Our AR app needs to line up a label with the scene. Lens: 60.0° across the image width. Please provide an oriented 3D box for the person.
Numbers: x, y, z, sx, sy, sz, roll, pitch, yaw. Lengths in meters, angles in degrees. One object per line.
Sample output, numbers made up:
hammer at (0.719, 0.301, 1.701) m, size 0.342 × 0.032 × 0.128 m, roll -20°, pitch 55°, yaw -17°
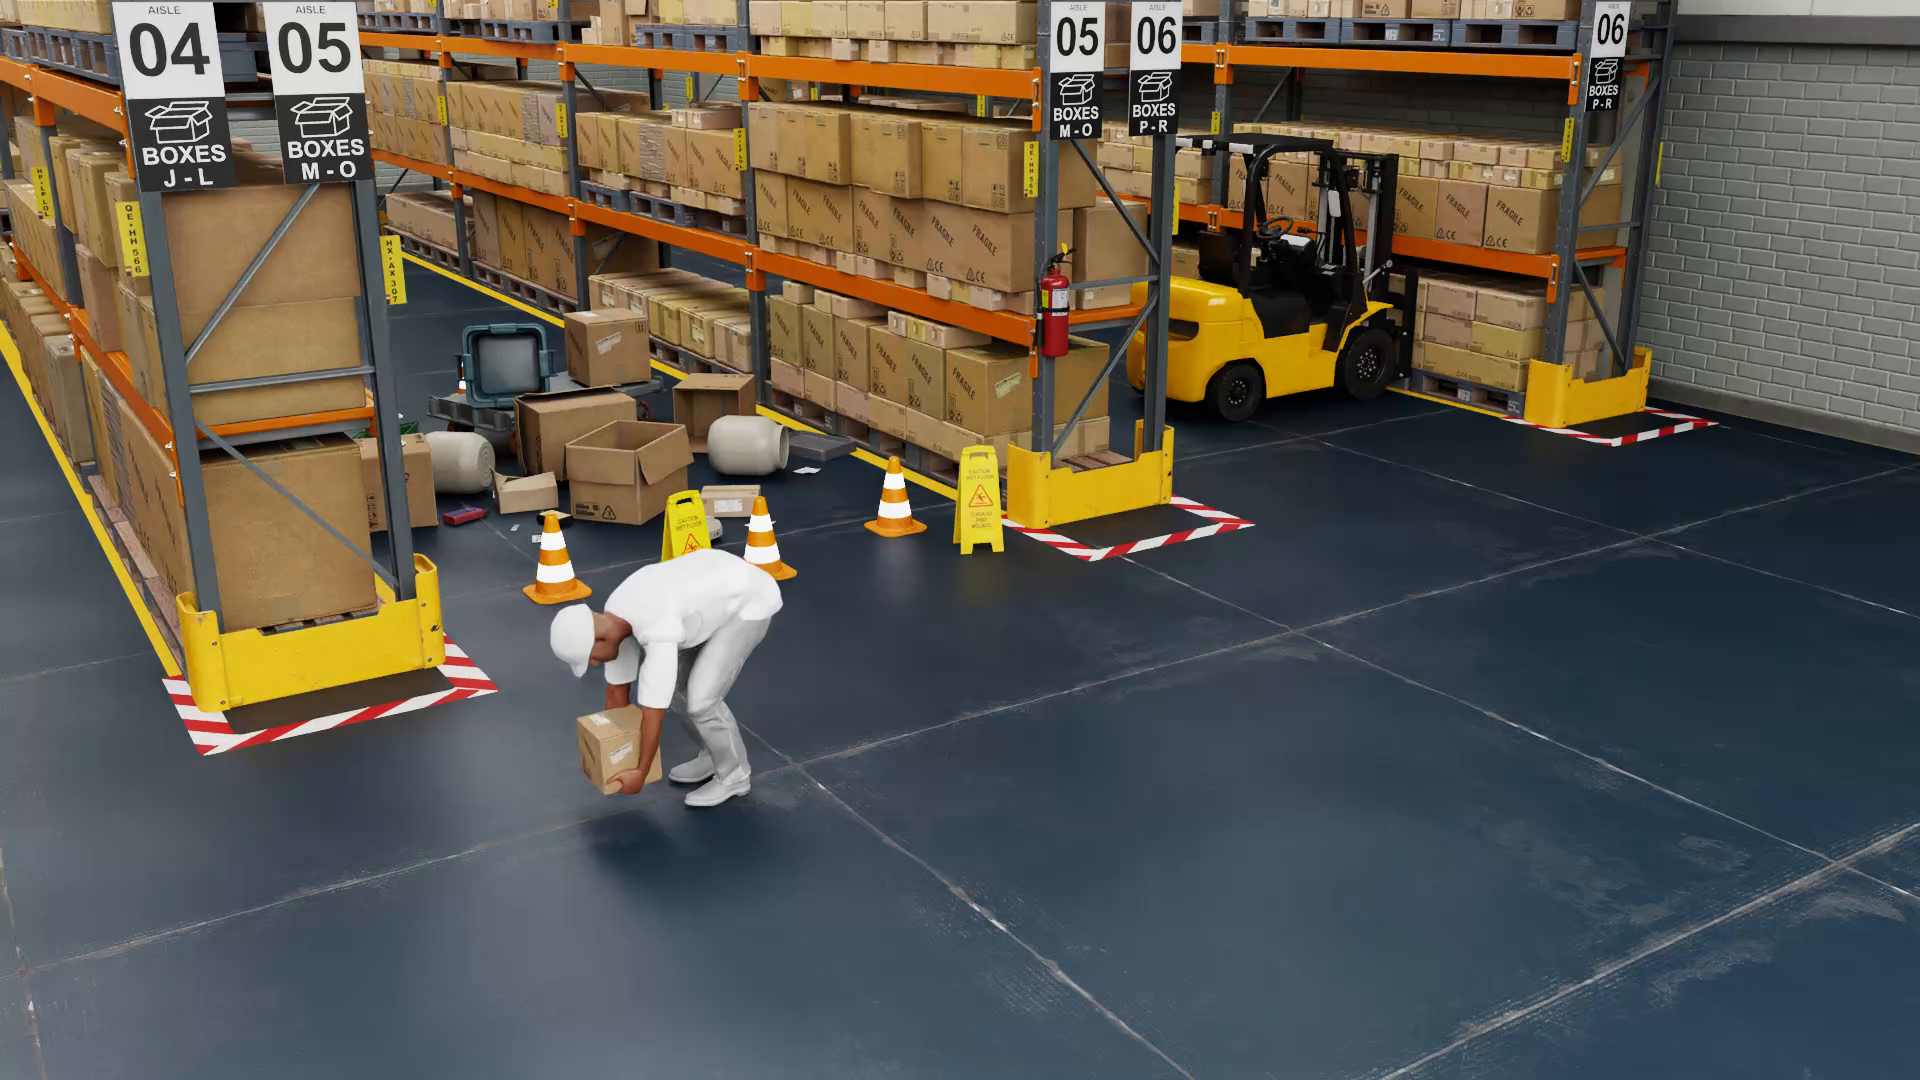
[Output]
person at (-1.196, 0.595, 6.847) m, size 0.980 × 1.043 × 0.494 m, roll -13°, pitch 22°, yaw -34°
